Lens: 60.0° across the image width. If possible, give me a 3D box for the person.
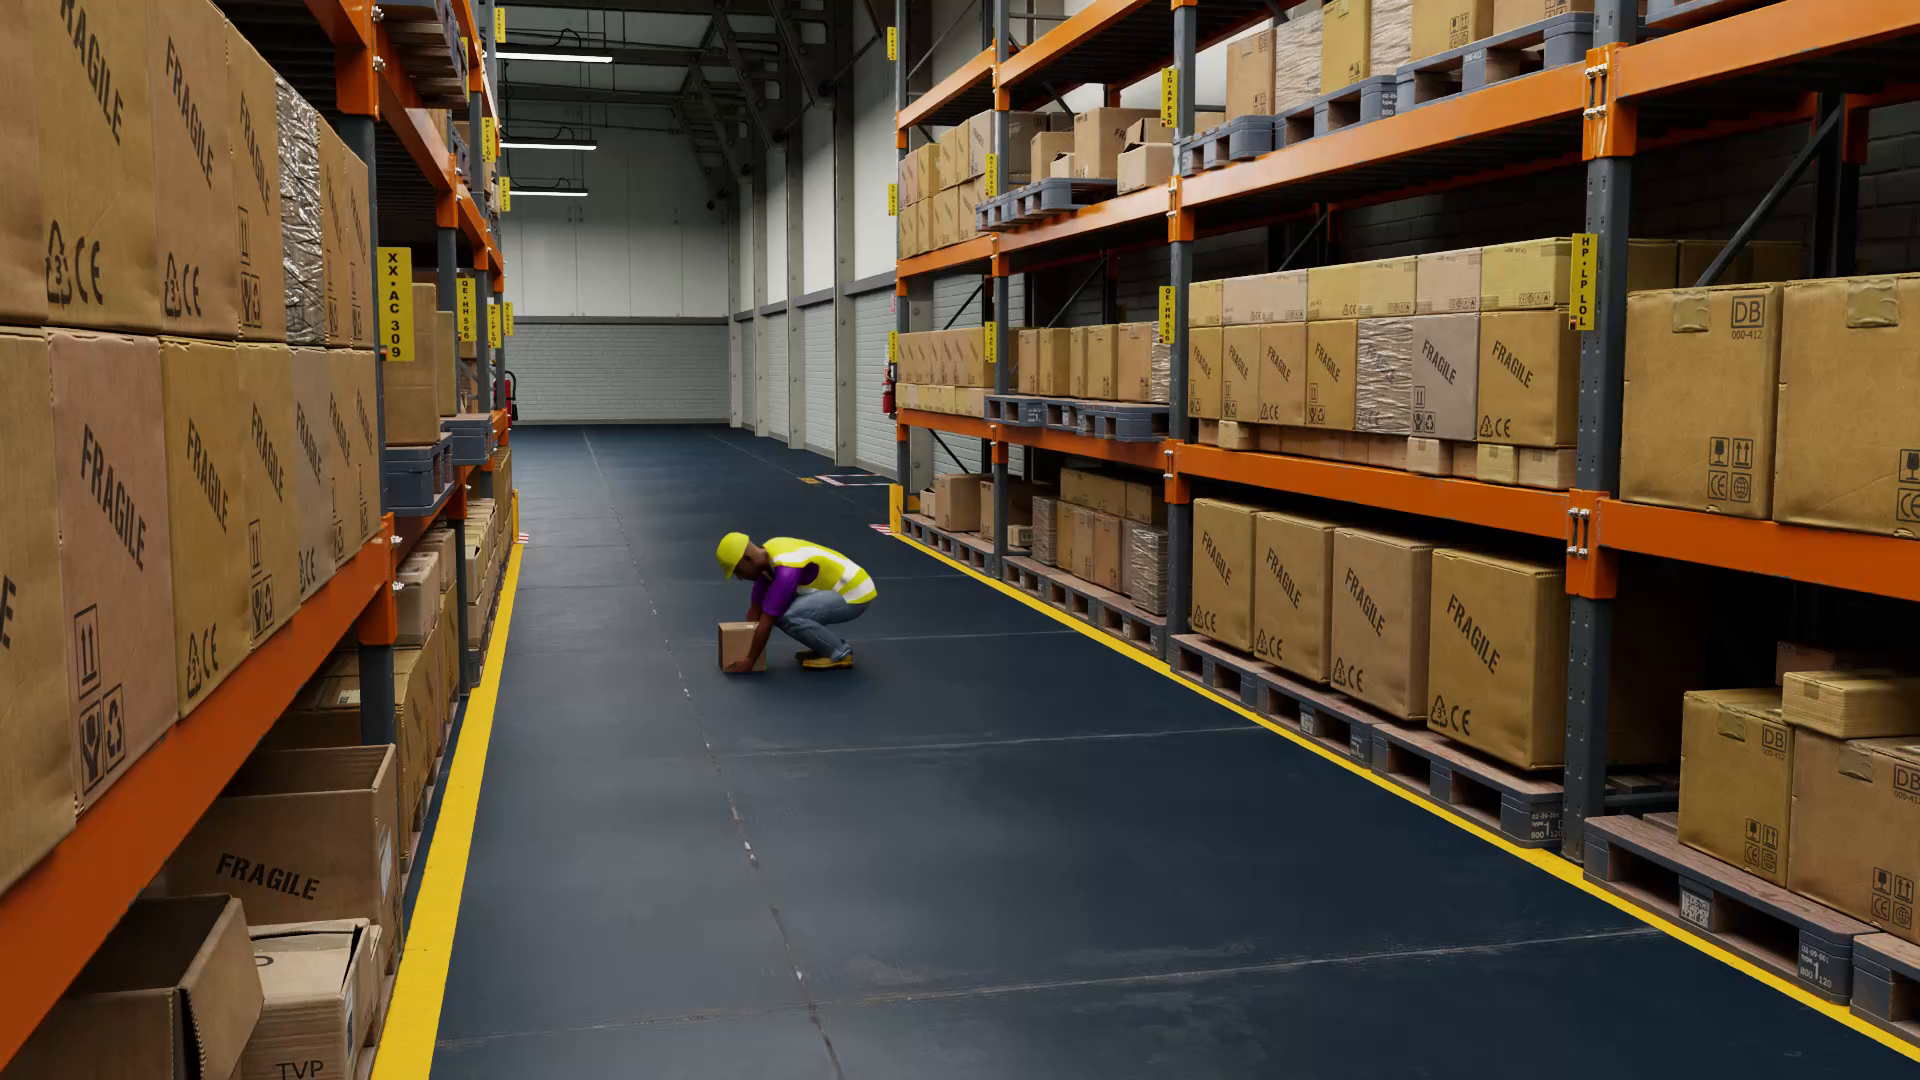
[{"bbox_3d":[-0.951,0.389,9.692,0.928,0.896,0.544,-2,6,-14],"label":"person"}]
